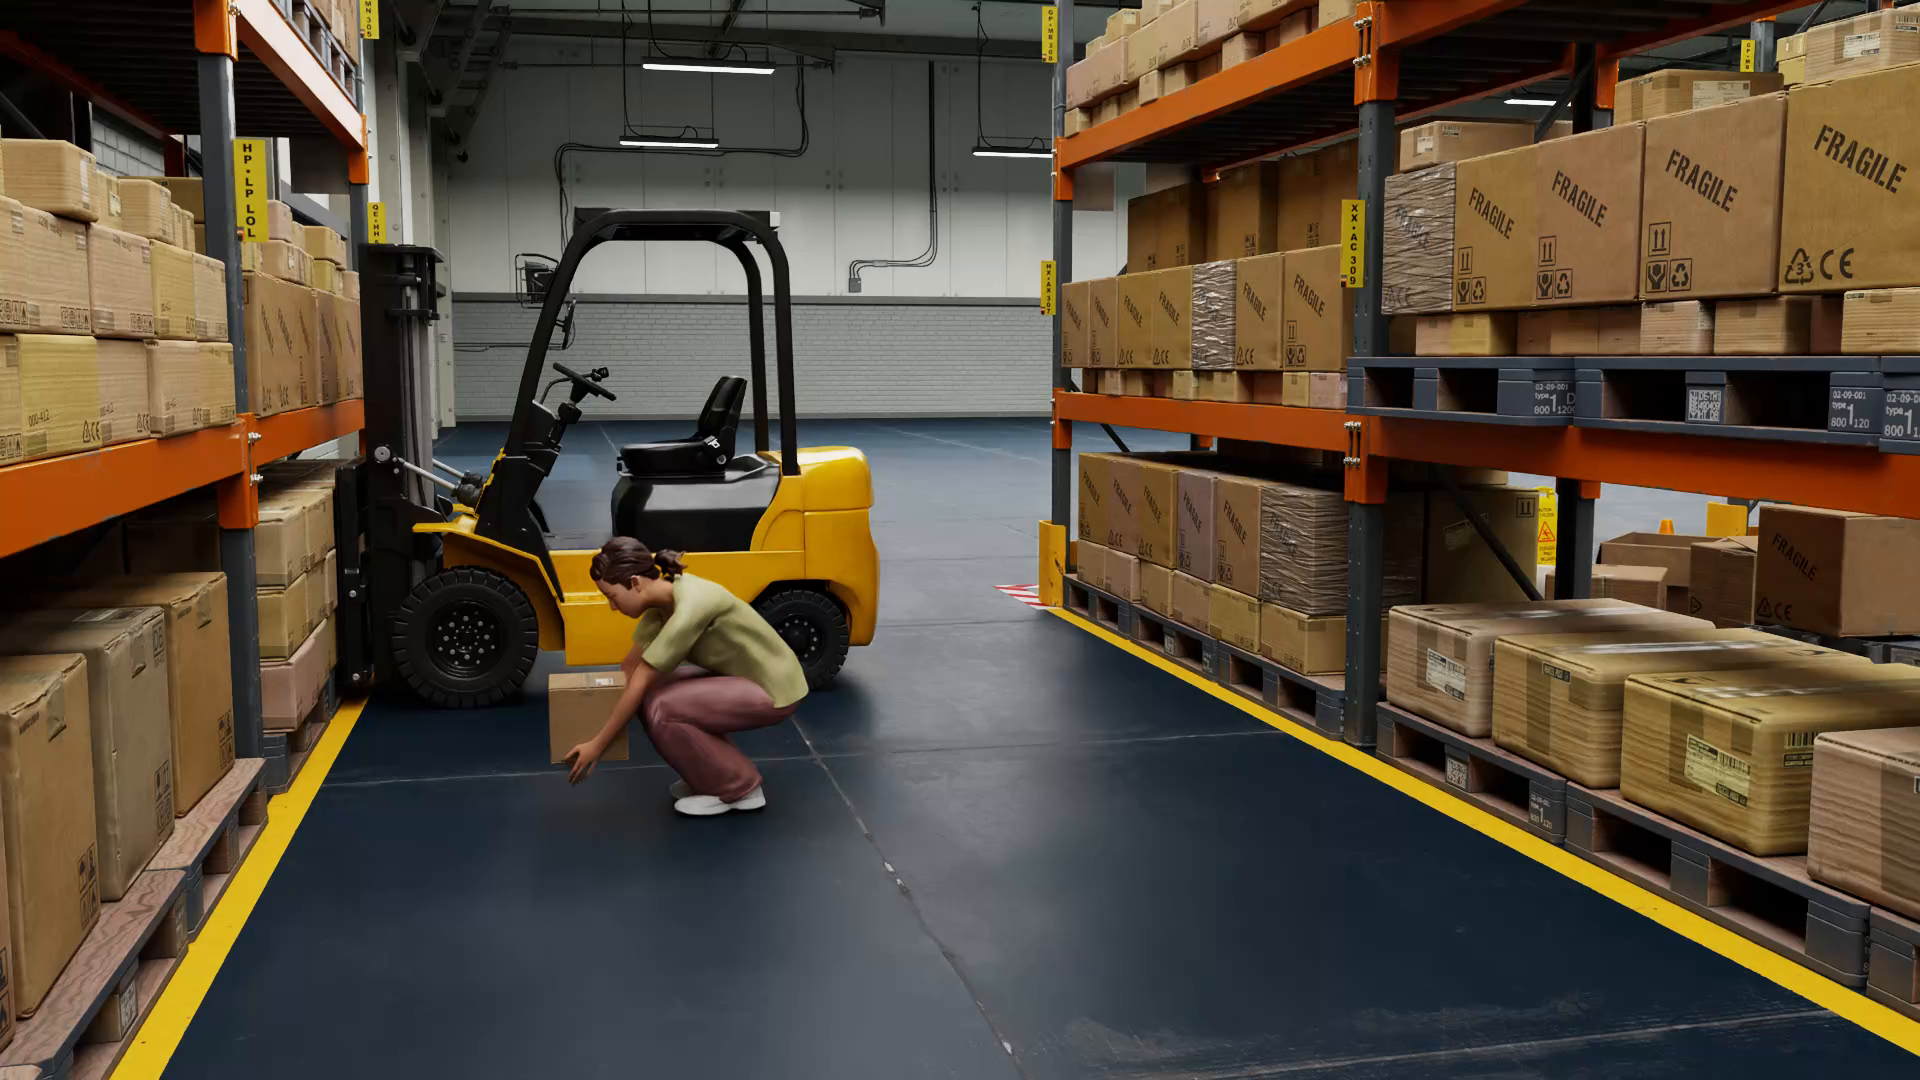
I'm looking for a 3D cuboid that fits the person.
[{"bbox_3d":[-0.914,0.442,5.553,0.816,0.934,0.466,-2,6,-14],"label":"person"}]
